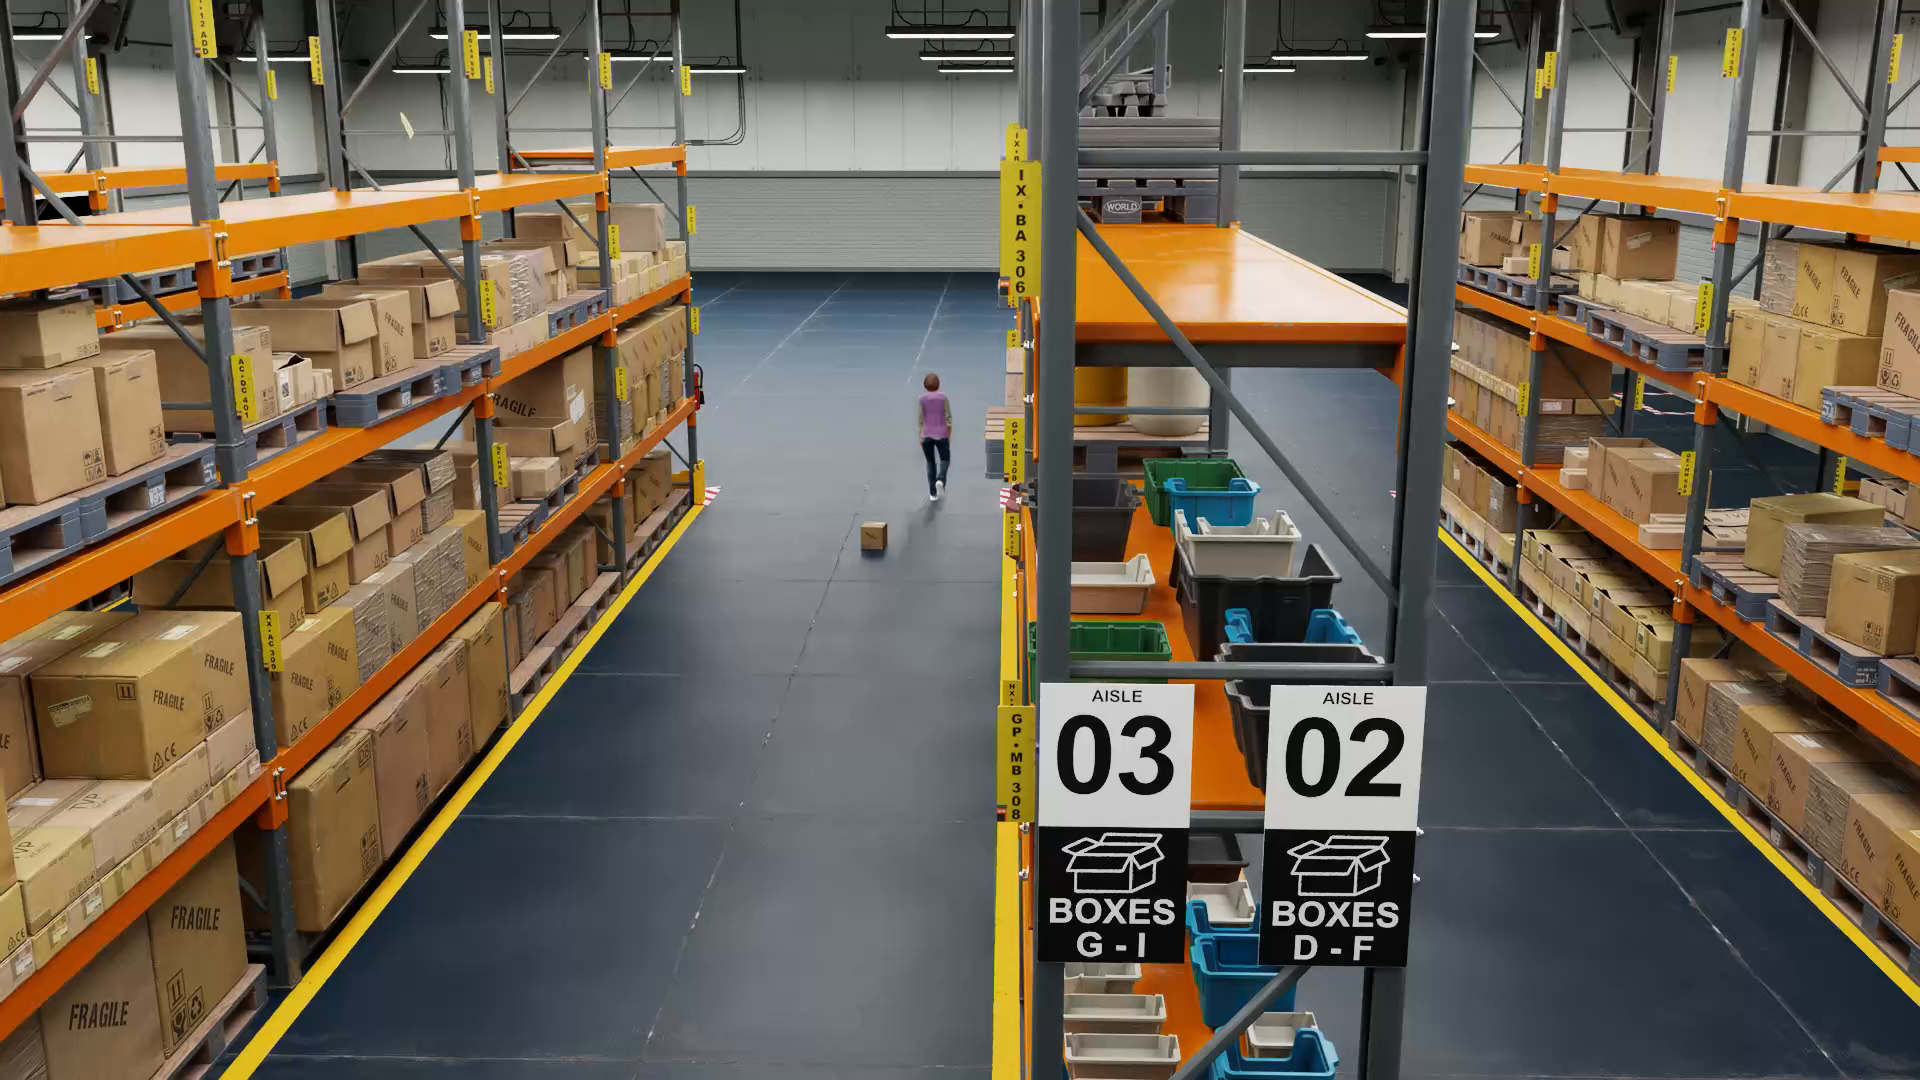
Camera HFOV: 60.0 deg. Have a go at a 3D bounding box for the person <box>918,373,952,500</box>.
[{"bbox_3d":[-0.308,-1.247,20.382,0.426,1.588,0.574,1,14,4],"label":"person"}]
